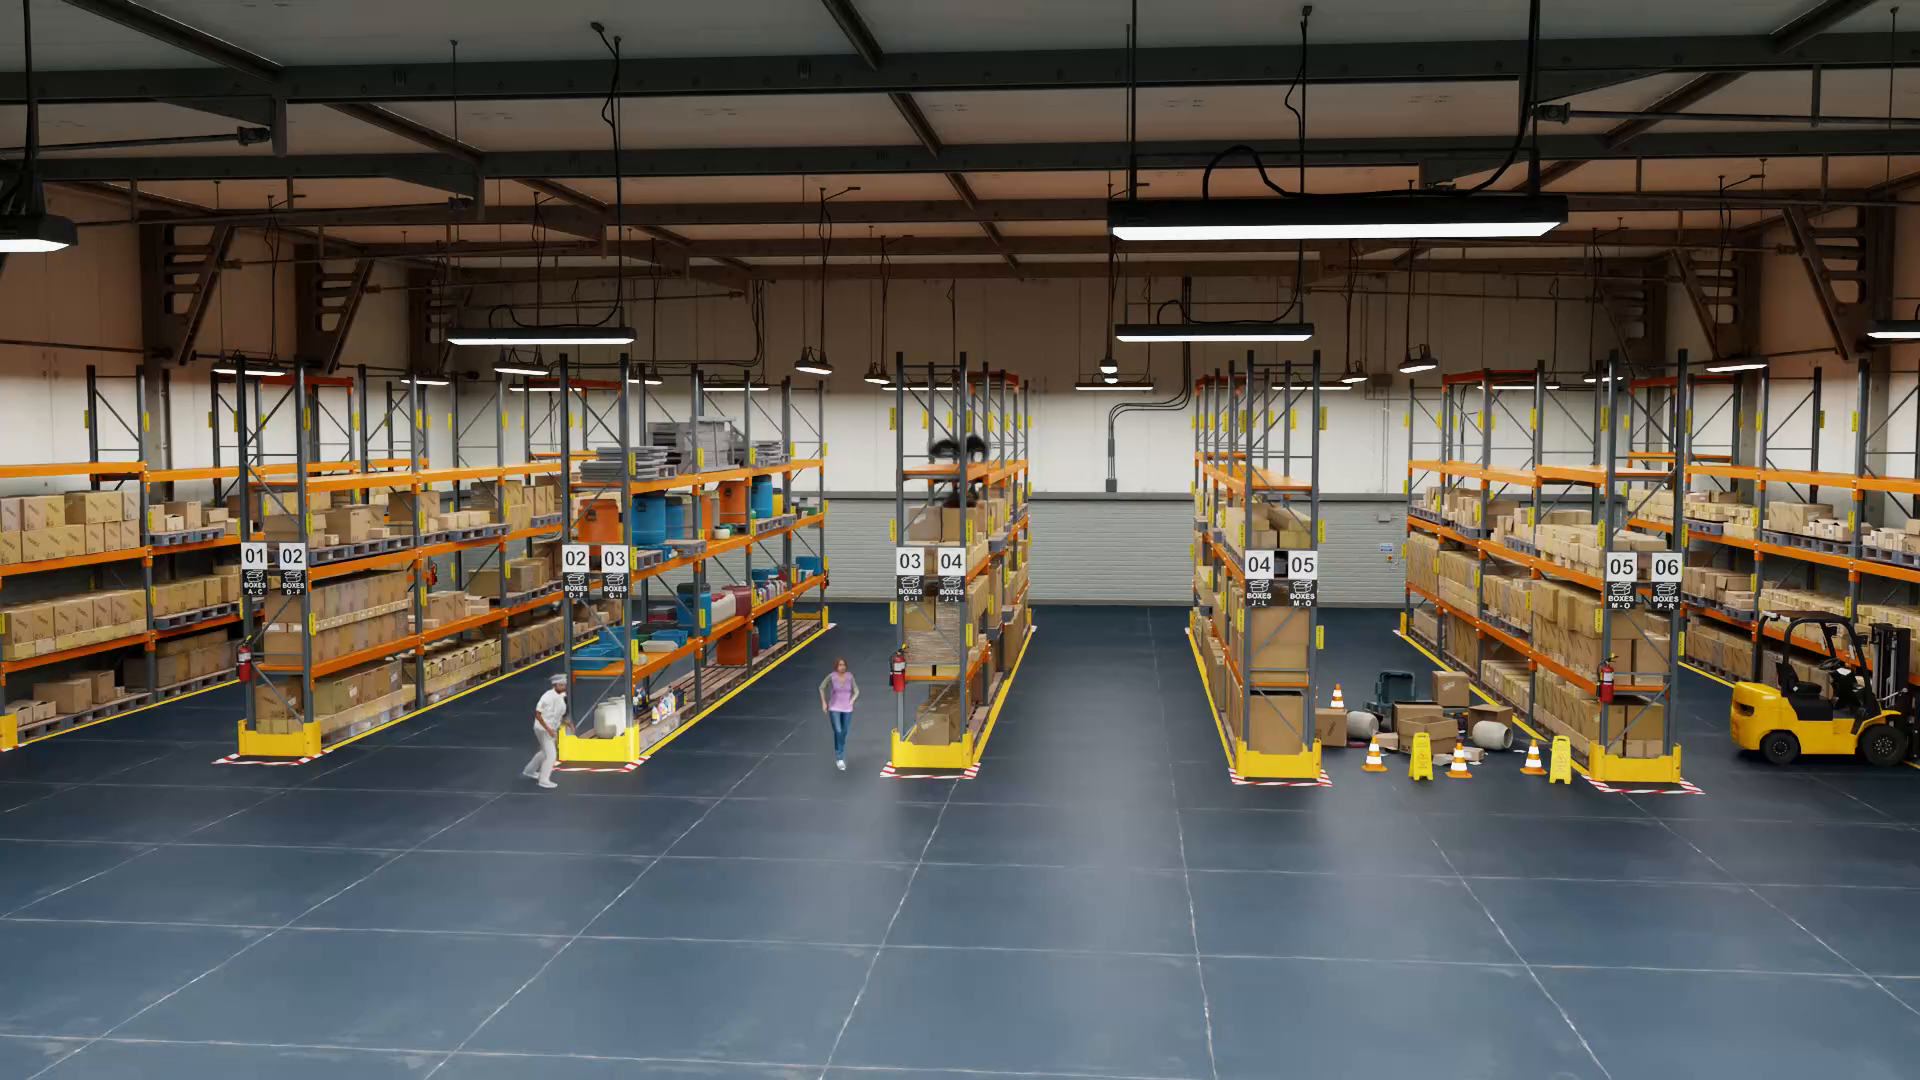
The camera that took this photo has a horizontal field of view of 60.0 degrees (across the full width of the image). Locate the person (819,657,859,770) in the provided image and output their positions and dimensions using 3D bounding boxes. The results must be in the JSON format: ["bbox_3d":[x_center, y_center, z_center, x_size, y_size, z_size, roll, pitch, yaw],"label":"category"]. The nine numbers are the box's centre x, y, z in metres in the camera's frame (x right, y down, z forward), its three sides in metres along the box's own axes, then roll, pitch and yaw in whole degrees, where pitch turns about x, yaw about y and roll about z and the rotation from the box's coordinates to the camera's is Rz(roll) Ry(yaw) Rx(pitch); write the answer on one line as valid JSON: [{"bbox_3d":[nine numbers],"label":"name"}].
[{"bbox_3d":[-1.753,2.485,24.182,0.553,1.587,0.767,-1,4,-17],"label":"person"}]

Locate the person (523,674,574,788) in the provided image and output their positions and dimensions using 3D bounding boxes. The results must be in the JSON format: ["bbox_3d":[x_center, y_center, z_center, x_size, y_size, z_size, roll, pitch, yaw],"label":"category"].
[{"bbox_3d":[-5.696,2.596,22.839,0.797,1.586,0.608,1,4,15],"label":"person"}]

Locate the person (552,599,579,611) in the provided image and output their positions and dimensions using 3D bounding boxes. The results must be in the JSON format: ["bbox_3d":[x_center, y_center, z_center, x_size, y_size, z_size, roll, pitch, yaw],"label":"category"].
[{"bbox_3d":[-9.999,1.100,42.318,0.862,1.842,0.651,1,4,19],"label":"person"}]
